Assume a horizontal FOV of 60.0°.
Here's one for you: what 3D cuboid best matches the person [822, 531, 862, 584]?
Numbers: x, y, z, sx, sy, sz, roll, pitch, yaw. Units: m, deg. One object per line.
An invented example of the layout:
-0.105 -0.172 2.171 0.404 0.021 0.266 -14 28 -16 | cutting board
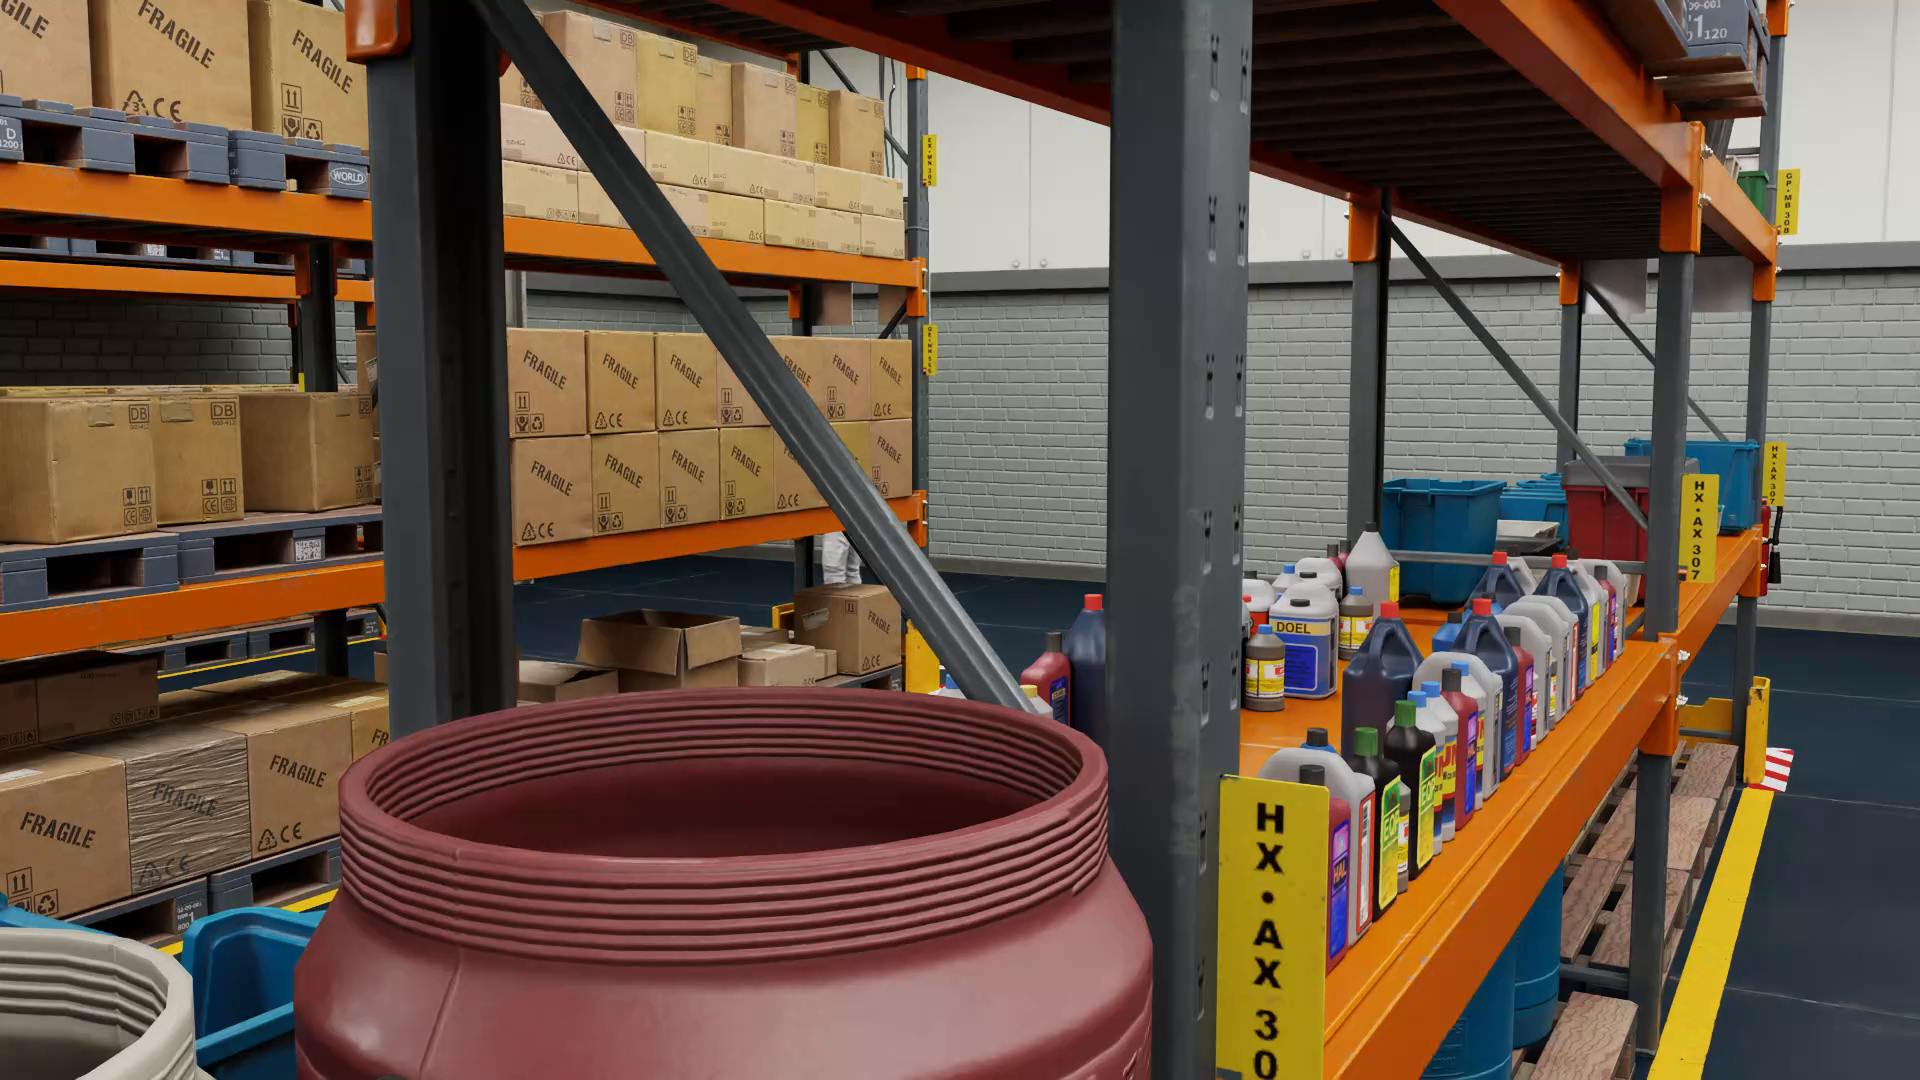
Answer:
-0.993 -0.113 13.066 0.559 1.788 0.511 3 7 28 | person
